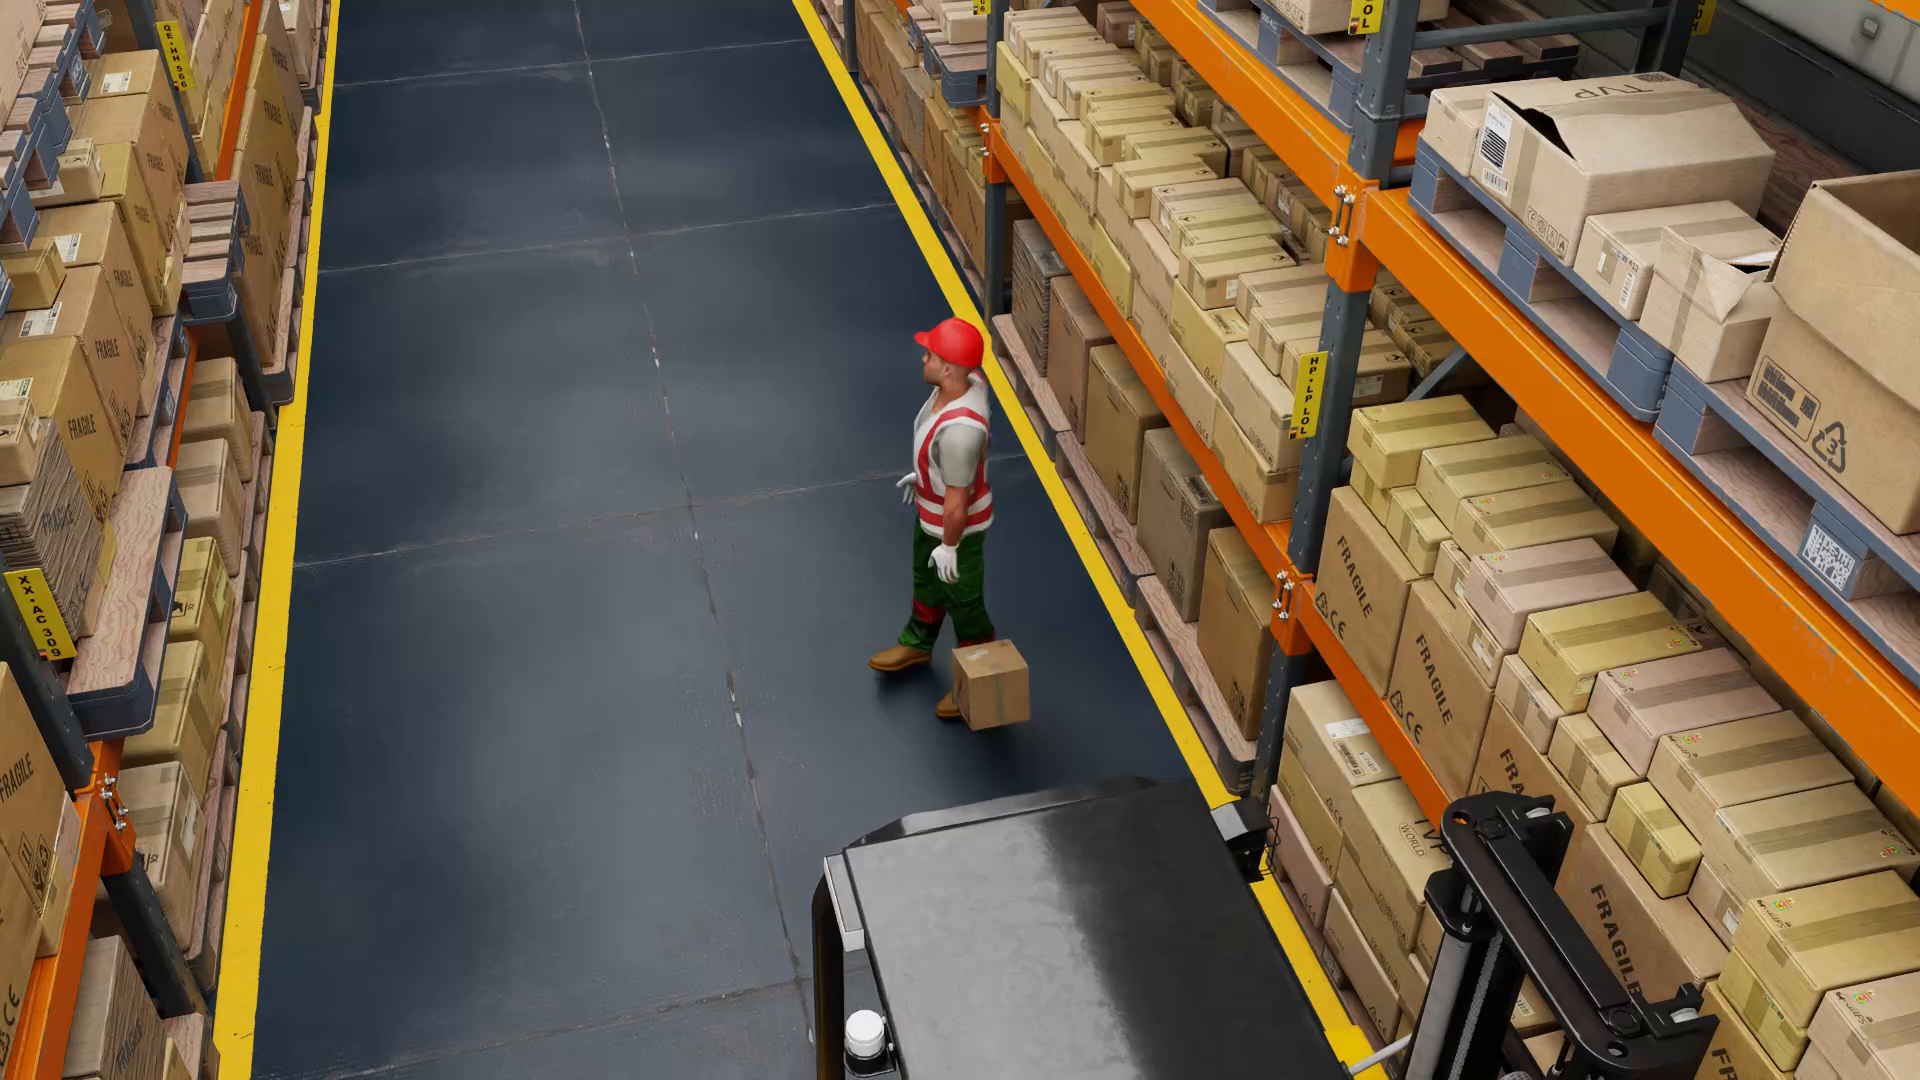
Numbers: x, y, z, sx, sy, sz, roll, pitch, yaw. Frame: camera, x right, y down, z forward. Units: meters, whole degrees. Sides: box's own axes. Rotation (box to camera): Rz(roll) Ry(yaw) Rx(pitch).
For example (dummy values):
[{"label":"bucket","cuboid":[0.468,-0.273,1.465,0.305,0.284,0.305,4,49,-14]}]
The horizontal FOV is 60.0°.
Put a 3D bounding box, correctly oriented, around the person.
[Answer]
[{"label":"person","cuboid":[-0.130,-0.093,6.772,0.530,1.791,0.582,-4,38,-5]}]
